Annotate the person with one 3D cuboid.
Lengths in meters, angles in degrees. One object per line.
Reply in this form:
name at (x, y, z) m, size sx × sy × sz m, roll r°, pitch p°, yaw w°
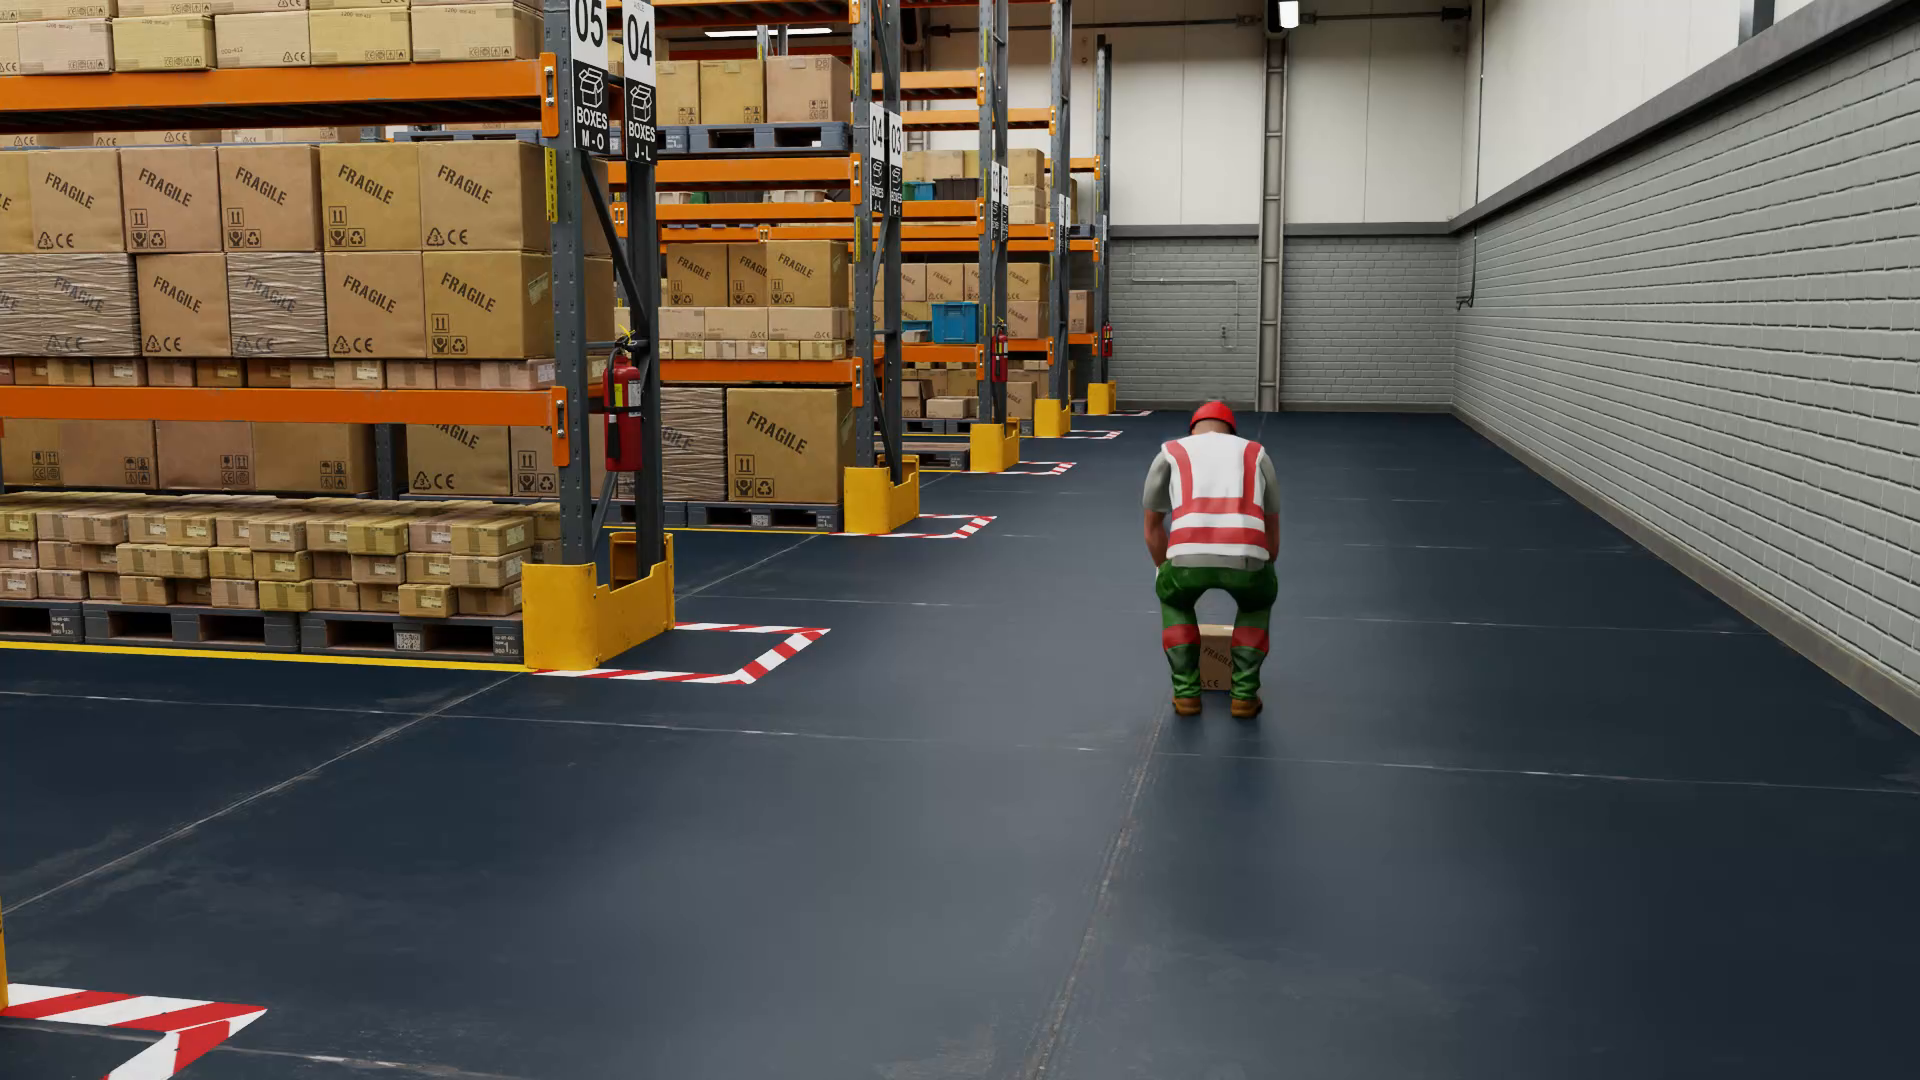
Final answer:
person at (1.051, 0.073, 7.022) m, size 0.583 × 1.290 × 0.819 m, roll 2°, pitch 8°, yaw 11°
